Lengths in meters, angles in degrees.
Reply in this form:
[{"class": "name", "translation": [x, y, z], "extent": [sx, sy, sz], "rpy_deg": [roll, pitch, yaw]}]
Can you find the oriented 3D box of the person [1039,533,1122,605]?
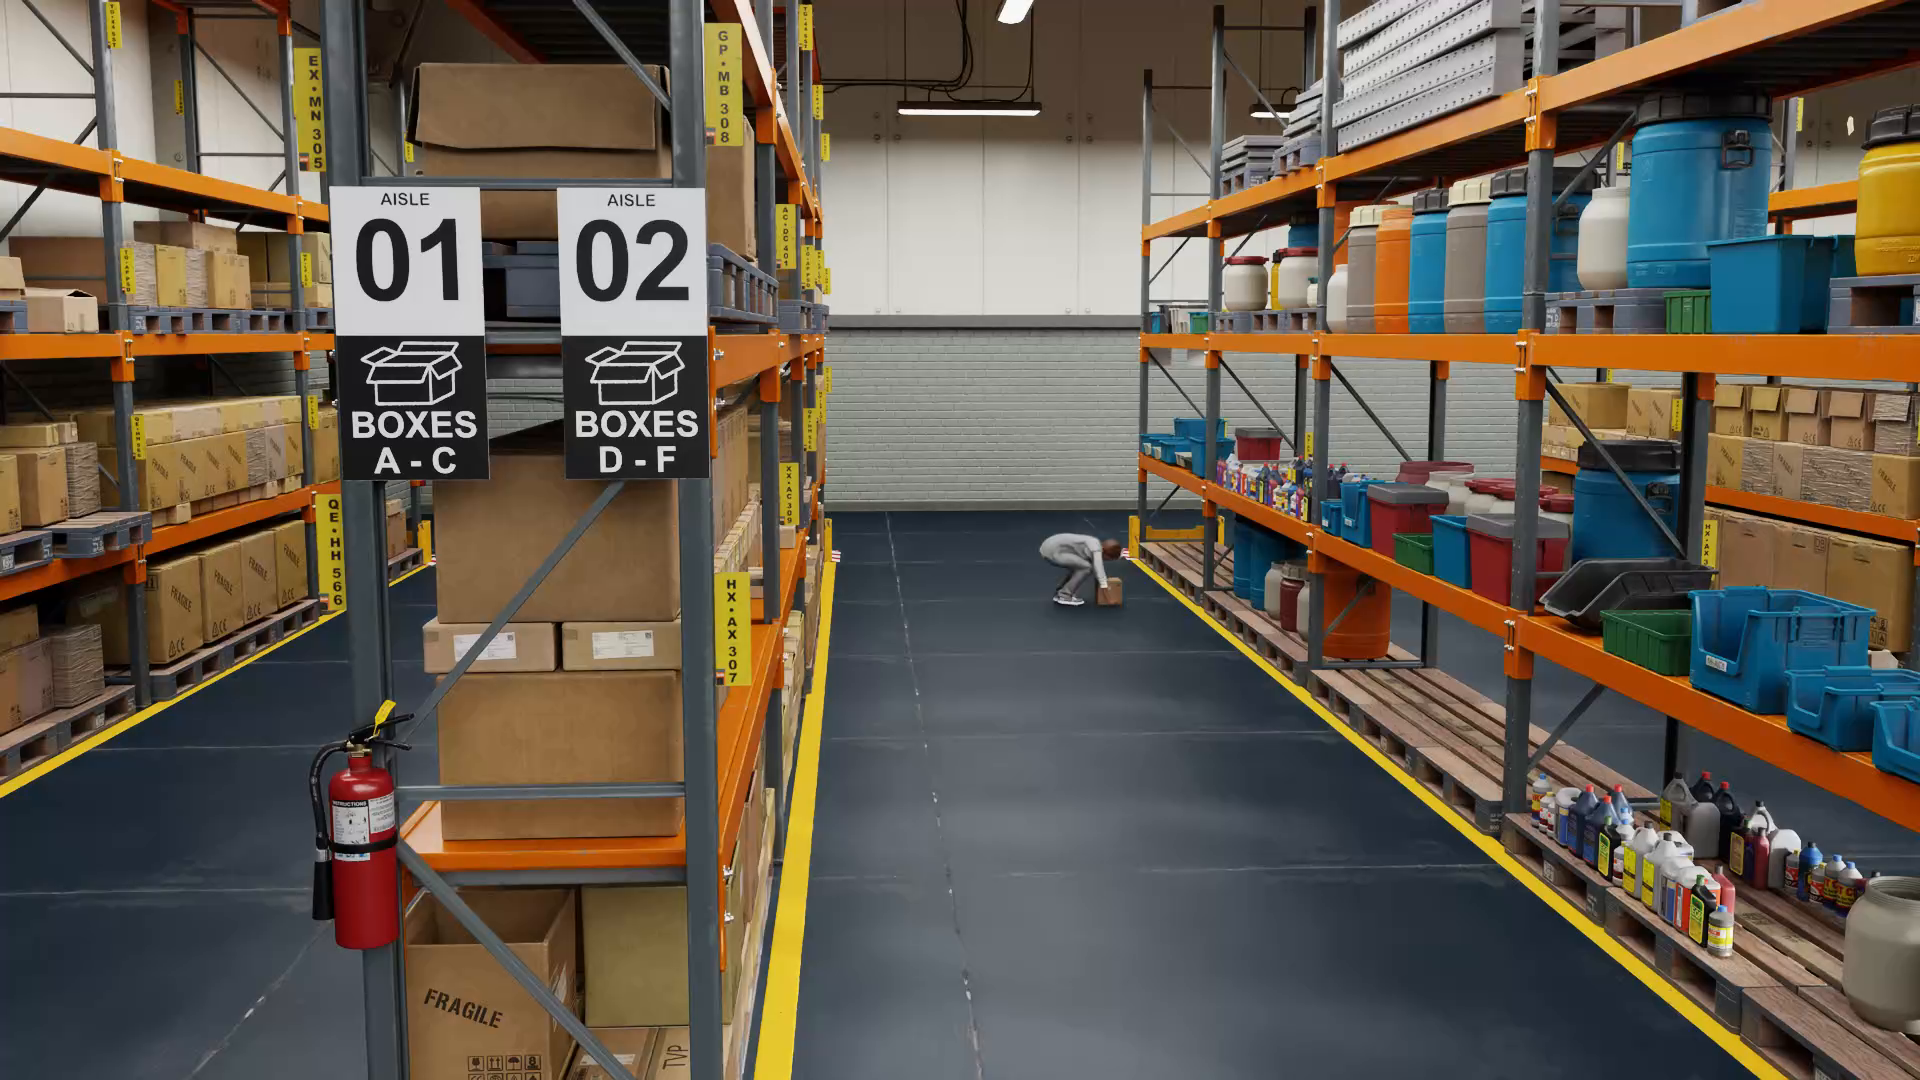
[{"class": "person", "translation": [1.260, 0.309, 17.395], "extent": [0.873, 0.760, 0.422], "rpy_deg": [-1, 7, -5]}]
